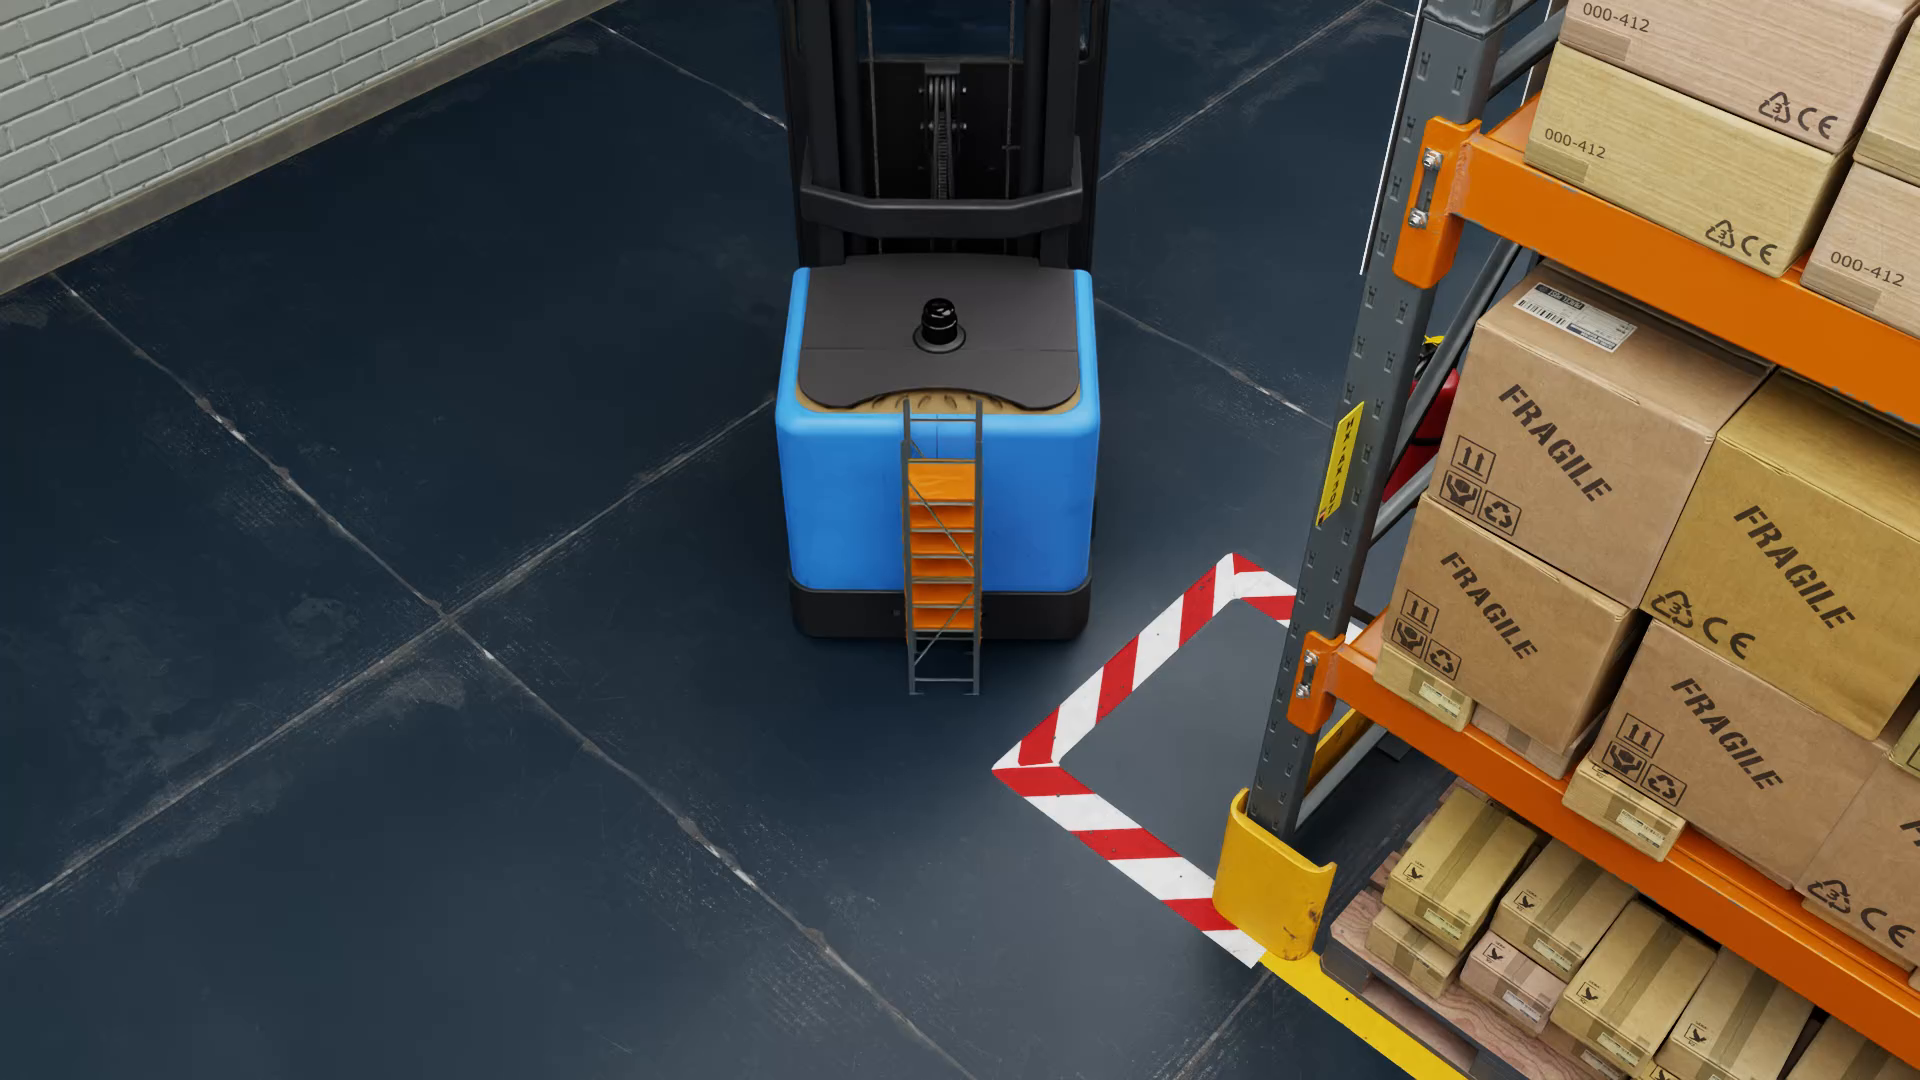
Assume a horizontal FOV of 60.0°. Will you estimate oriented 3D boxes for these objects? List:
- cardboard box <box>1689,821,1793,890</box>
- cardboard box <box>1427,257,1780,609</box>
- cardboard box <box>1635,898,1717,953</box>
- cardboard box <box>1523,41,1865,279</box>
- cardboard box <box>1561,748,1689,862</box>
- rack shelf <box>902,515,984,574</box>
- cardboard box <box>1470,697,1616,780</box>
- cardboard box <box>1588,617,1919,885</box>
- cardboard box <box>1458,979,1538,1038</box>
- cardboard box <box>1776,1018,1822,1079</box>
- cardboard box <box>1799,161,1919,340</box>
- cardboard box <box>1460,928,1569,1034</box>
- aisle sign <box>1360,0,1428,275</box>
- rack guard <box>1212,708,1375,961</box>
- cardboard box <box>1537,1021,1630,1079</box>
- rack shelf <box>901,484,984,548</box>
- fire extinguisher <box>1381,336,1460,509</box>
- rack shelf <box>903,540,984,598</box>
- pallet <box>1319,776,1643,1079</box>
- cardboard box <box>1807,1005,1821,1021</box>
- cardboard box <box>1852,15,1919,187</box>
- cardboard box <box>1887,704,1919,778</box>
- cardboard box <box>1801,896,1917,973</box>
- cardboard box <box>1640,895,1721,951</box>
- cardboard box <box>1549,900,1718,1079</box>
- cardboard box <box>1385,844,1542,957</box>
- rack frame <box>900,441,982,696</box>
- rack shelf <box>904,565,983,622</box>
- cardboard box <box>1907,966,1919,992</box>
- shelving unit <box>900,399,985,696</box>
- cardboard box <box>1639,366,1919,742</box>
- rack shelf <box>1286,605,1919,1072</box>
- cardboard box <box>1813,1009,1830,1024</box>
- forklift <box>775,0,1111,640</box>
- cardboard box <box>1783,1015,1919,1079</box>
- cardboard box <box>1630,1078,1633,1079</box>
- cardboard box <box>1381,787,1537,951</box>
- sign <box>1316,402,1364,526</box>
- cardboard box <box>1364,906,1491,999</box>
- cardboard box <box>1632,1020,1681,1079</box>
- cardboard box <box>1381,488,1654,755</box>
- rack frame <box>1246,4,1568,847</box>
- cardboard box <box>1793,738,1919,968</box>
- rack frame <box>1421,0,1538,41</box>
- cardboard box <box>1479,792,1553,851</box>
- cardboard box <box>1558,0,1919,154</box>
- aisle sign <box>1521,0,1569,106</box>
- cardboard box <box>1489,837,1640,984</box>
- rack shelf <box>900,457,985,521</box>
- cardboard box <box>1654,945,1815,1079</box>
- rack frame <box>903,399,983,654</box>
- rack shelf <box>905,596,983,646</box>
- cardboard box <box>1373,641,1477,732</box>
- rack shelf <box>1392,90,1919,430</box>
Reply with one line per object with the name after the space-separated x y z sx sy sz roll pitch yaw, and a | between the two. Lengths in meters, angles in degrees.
1.902 0.578 3.822 0.380 0.149 0.250 -36 56 -29 | cardboard box
1.377 -0.278 3.495 0.500 0.500 0.500 34 55 27 | cardboard box
1.840 1.202 4.527 0.250 0.149 0.380 35 56 28 | cardboard box
1.383 -0.780 2.970 0.500 0.250 0.500 36 56 29 | cardboard box
1.619 0.523 3.873 0.250 0.149 0.380 32 55 27 | cardboard box
-0.053 0.005 5.318 0.258 0.103 0.180 1 47 1 | rack shelf
1.458 0.362 4.025 0.250 0.149 0.380 36 56 29 | cardboard box
1.780 0.321 3.618 0.500 0.500 0.500 34 55 28 | cardboard box
1.643 1.184 4.748 0.250 0.149 0.380 34 55 28 | cardboard box
2.215 1.468 4.278 0.250 0.149 0.380 31 54 26 | cardboard box
1.767 -0.518 2.724 0.500 0.250 0.500 36 56 29 | cardboard box
1.601 1.129 4.596 0.250 0.149 0.380 34 55 28 | cardboard box
0.970 -0.929 3.282 0.004 0.787 0.394 34 55 28 | aisle sign
1.283 0.729 5.222 0.348 0.500 1.175 34 55 28 | rack guard
1.830 1.303 4.636 0.250 0.149 0.380 35 56 28 | cardboard box
-0.053 -0.077 5.231 0.258 0.103 0.180 1 47 1 | rack shelf
1.355 -0.382 4.859 0.183 0.674 0.296 34 55 28 | fire extinguisher
-0.053 0.087 5.406 0.258 0.103 0.180 1 47 1 | rack shelf
1.856 1.249 4.933 1.213 0.211 1.003 34 55 28 | pallet
2.319 1.119 4.606 0.250 0.149 0.380 33 55 27 | cardboard box
1.757 -0.697 2.549 0.500 0.250 0.500 33 55 27 | cardboard box
2.119 0.237 3.011 0.500 0.500 0.500 33 55 27 | cardboard box
2.085 0.725 3.684 0.250 0.149 0.380 33 55 27 | cardboard box
2.148 1.066 4.859 0.250 0.149 0.380 34 55 28 | cardboard box
1.764 1.171 4.353 0.250 0.149 0.380 34 55 28 | cardboard box
1.438 0.963 4.752 0.380 0.149 0.250 -36 56 -29 | cardboard box
-0.054 0.124 5.311 0.240 1.200 0.006 1 47 1 | rack frame
-0.053 0.170 5.493 0.258 0.103 0.180 1 47 1 | rack shelf
2.247 0.862 3.555 0.250 0.149 0.380 33 55 27 | cardboard box
-0.053 0.057 5.373 0.258 1.200 0.189 1 47 1 | shelving unit
1.752 -0.032 3.264 0.500 0.500 0.500 36 56 29 | cardboard box
2.696 1.071 3.680 4.000 0.370 1.077 34 55 28 | rack shelf
2.569 1.274 4.664 0.250 0.149 0.380 32 54 26 | cardboard box
-0.051 -1.713 5.848 1.130 2.935 3.031 1 47 1 | forklift
2.200 1.391 4.146 0.250 0.149 0.380 36 56 29 | cardboard box
1.943 1.489 4.462 0.250 0.149 0.380 35 56 28 | cardboard box
1.381 0.906 4.601 0.250 0.149 0.380 32 54 26 | cardboard box
0.859 -0.169 3.758 0.005 0.325 0.100 34 55 28 | sign
1.395 1.099 4.828 0.250 0.149 0.380 35 56 28 | cardboard box
1.955 1.387 4.353 0.250 0.149 0.380 36 56 29 | cardboard box
1.369 0.070 3.854 0.500 0.500 0.500 -36 56 -29 | cardboard box
1.227 -0.164 4.346 0.127 3.000 1.000 34 55 28 | rack frame
2.131 0.570 3.385 0.500 0.500 0.500 35 56 28 | cardboard box
1.227 -2.217 2.159 0.127 3.000 1.000 34 55 28 | rack frame
1.755 0.817 5.093 0.250 0.149 0.380 35 56 28 | cardboard box
1.380 -0.949 2.786 0.500 0.250 0.500 35 56 28 | cardboard box
1.377 -1.251 3.583 0.004 0.787 0.394 34 55 28 | aisle sign
1.666 0.978 4.534 0.250 0.149 0.380 35 56 28 | cardboard box
-0.053 -0.159 5.143 0.258 0.103 0.180 1 47 1 | rack shelf
2.002 1.249 4.279 0.250 0.149 0.380 31 54 26 | cardboard box
-0.052 -0.010 5.436 0.240 1.200 0.006 1 47 1 | rack frame
-0.053 0.252 5.581 0.258 0.103 0.180 1 47 1 | rack shelf
1.242 0.258 4.123 0.250 0.149 0.380 34 55 27 | cardboard box
2.696 0.045 2.587 4.000 0.370 1.077 34 55 28 | rack shelf
